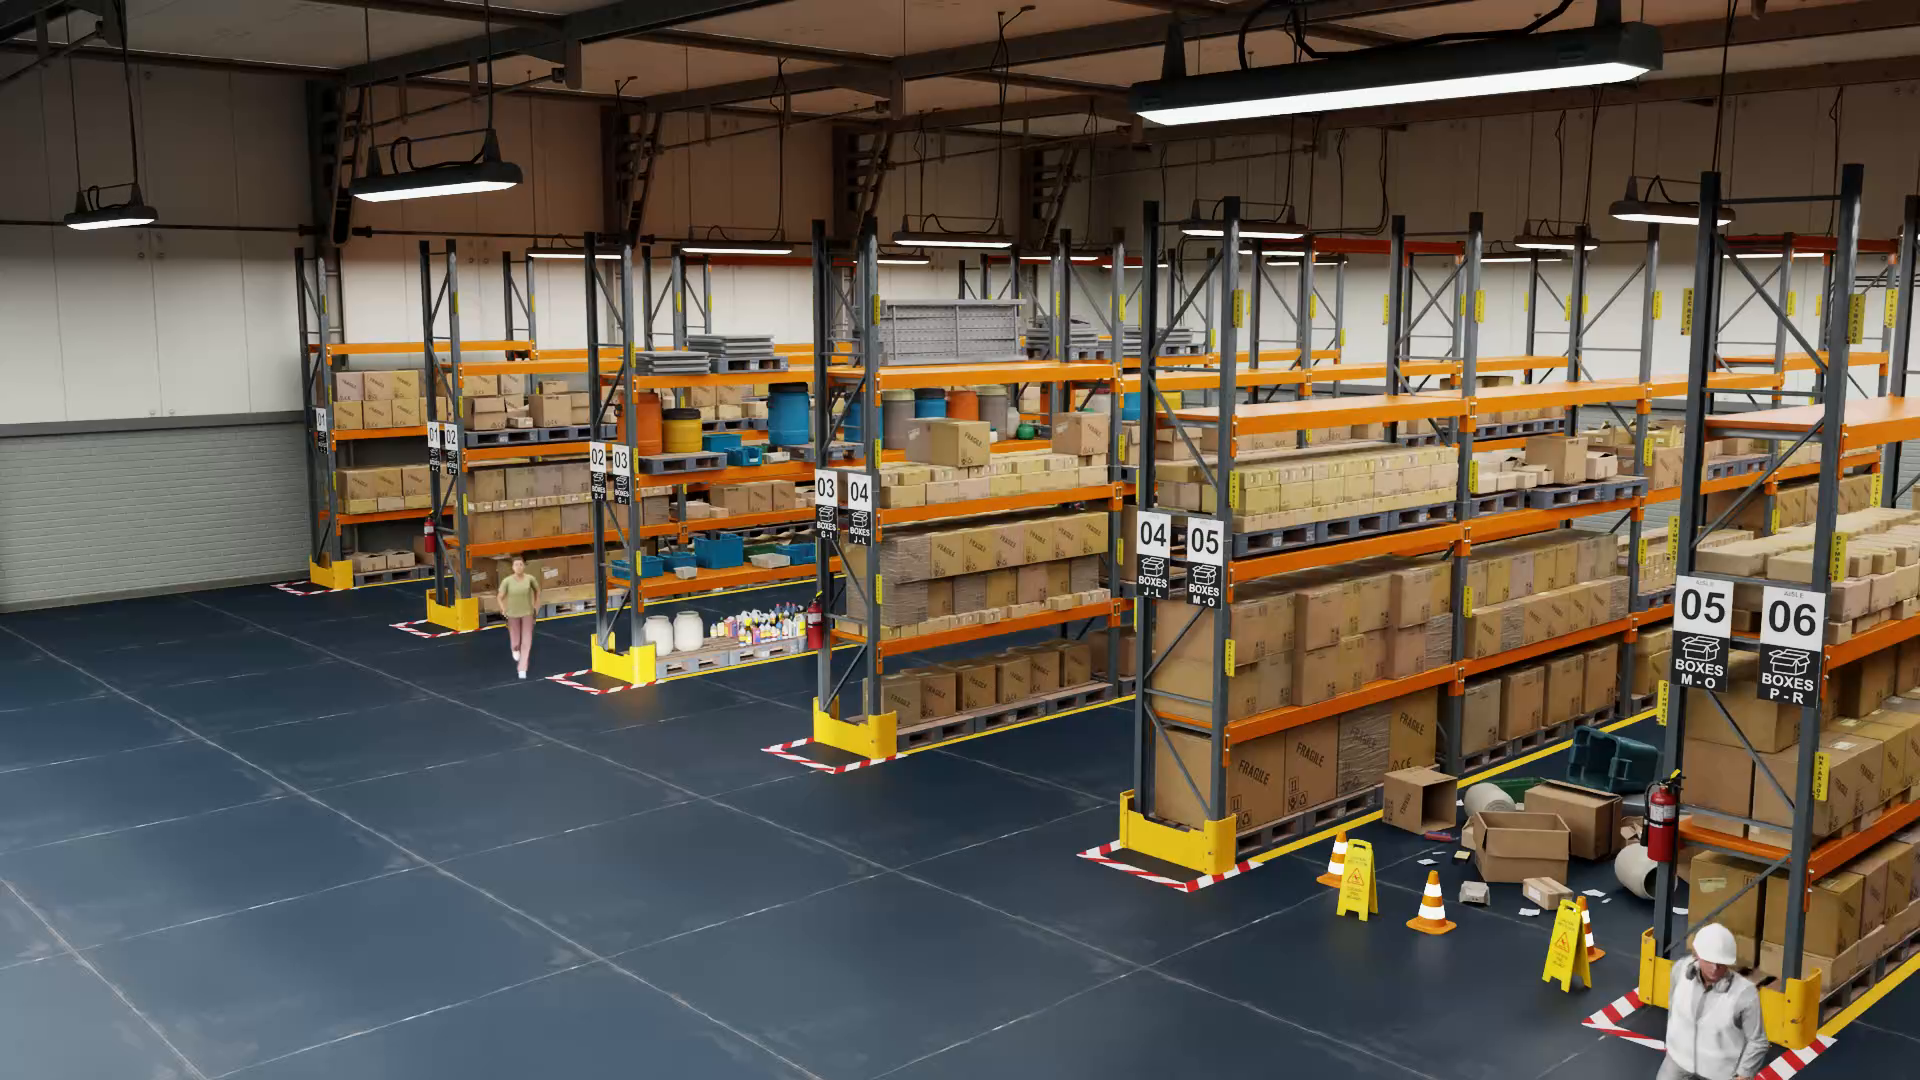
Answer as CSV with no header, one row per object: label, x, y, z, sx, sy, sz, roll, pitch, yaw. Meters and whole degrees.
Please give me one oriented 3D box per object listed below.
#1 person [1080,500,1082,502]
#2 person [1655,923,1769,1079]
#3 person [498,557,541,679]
person,2.848,-1.440,39.711,0.668,1.573,1.025,-4,9,-26
person,4.234,2.953,9.379,0.636,1.718,0.751,7,11,41
person,-6.035,1.033,22.815,0.582,1.647,0.739,-3,9,-20
